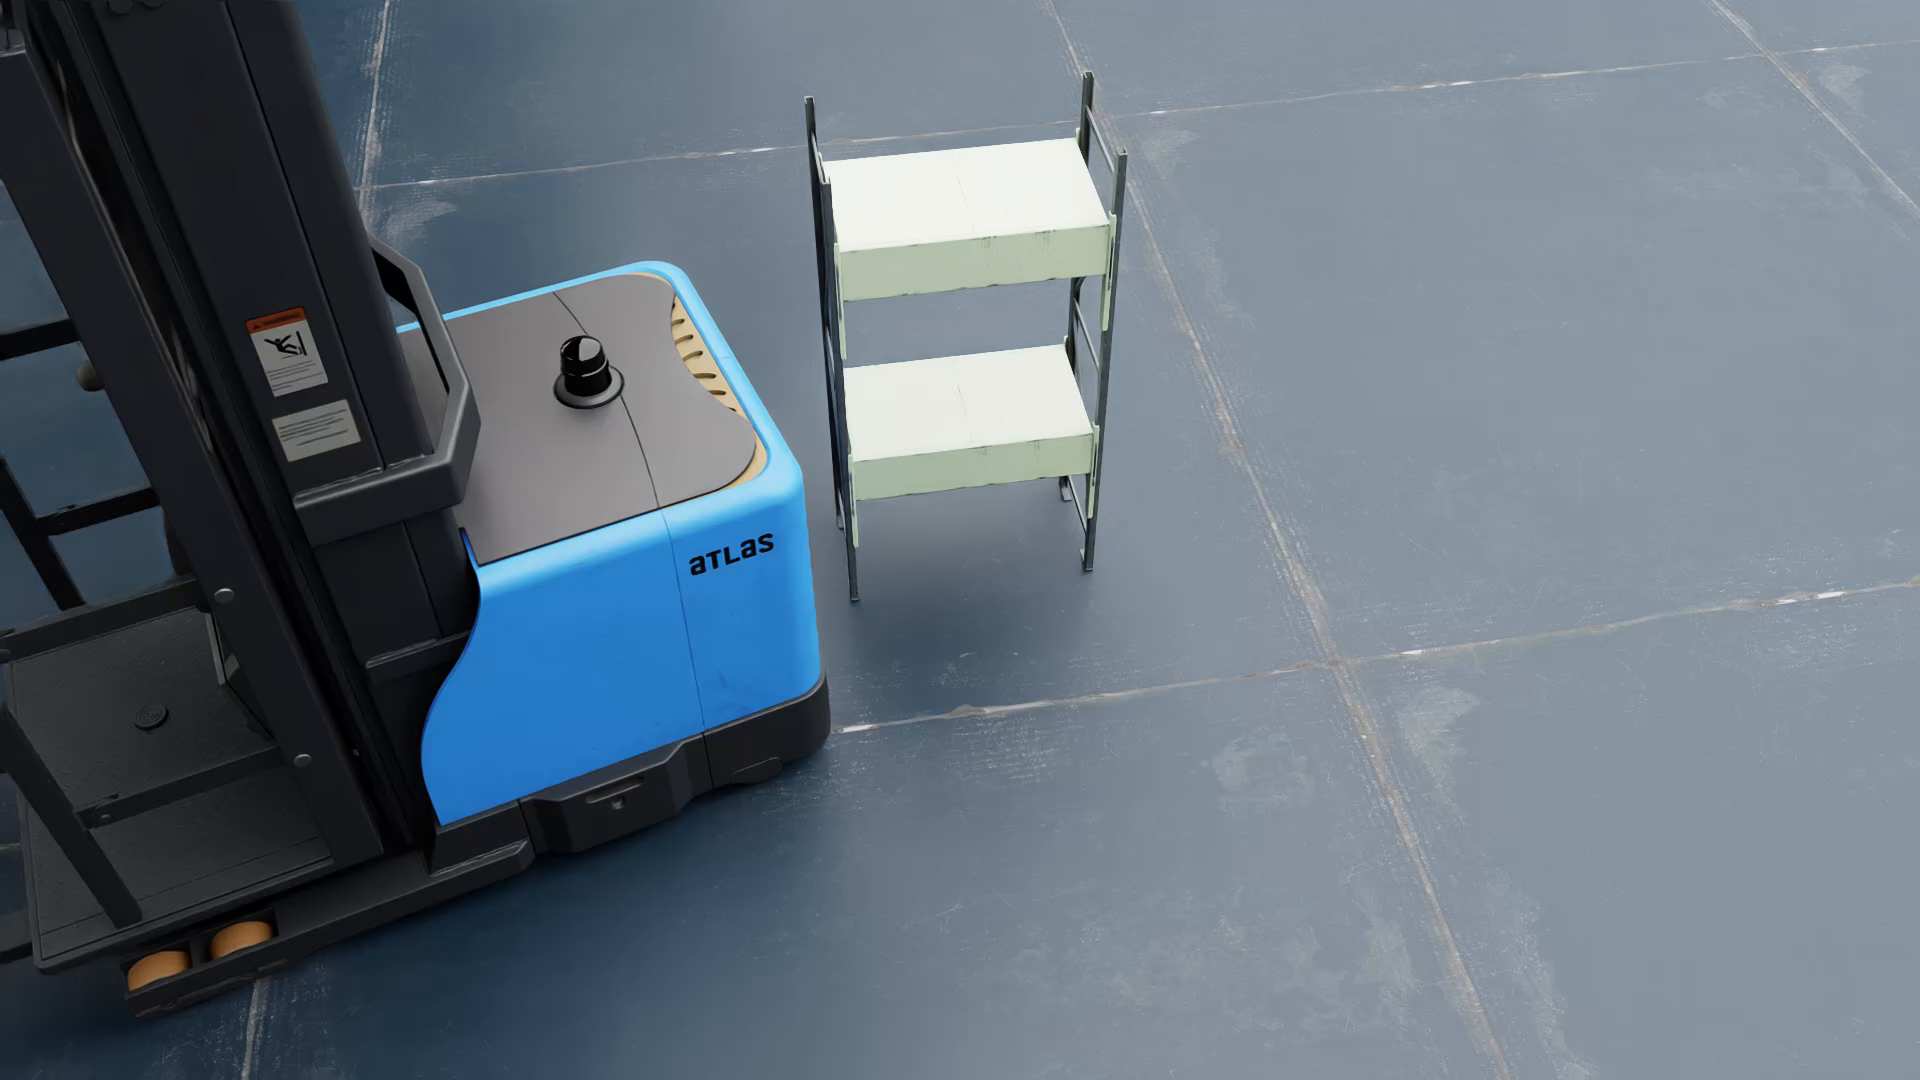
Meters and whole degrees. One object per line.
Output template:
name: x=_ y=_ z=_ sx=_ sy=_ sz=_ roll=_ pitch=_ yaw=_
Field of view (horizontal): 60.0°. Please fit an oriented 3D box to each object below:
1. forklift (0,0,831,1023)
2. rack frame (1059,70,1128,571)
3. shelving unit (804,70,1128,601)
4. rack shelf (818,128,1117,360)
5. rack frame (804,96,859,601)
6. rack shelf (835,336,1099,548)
forklift: x=-1.918 y=-0.282 z=3.487 sx=3.031 sy=2.935 sz=1.130 roll=-19 pitch=49 yaw=-17
rack frame: x=0.367 y=-0.566 z=4.754 sx=0.023 sy=1.500 sz=0.400 roll=-7 pitch=46 yaw=-7
shelving unit: x=0.007 y=-0.521 z=4.711 sx=0.755 sy=1.500 sz=0.431 roll=-7 pitch=46 yaw=-7
rack shelf: x=0.007 y=-0.792 z=4.430 sx=0.720 sy=0.370 sz=0.431 roll=-7 pitch=46 yaw=-7
rack frame: x=-0.354 y=-0.476 z=4.667 sx=0.023 sy=1.500 sz=0.400 roll=-7 pitch=46 yaw=-7
rack shelf: x=0.007 y=-0.295 z=4.945 sx=0.720 sy=0.370 sz=0.431 roll=-7 pitch=46 yaw=-7
